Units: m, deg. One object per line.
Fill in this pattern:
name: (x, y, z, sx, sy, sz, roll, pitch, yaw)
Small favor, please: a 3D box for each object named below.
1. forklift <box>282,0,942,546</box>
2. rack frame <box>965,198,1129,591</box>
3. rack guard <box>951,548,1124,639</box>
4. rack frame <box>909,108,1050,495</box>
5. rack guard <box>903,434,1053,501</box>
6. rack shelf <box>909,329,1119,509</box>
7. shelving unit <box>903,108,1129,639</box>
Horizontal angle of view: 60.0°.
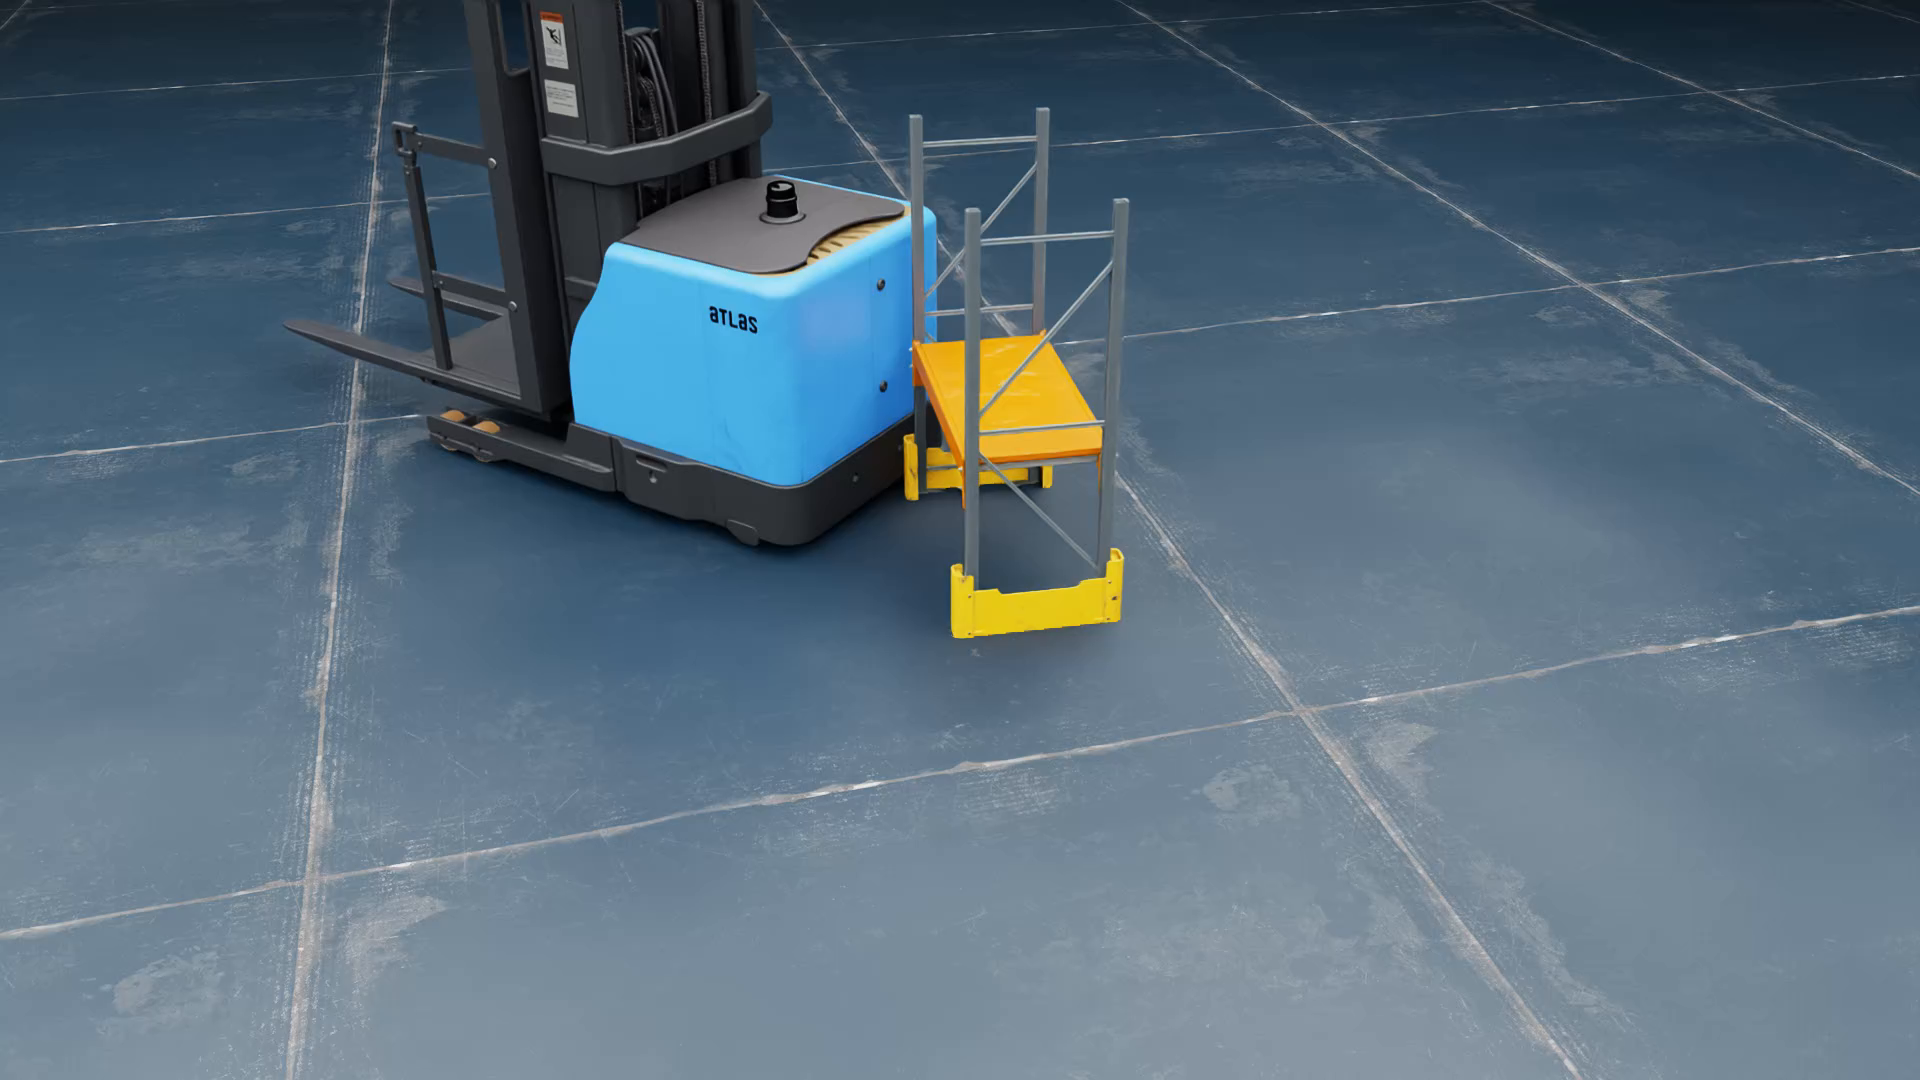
forklift: (-1.596, -1.790, 6.417, 3.031, 2.935, 1.130, 17, 34, 27)
rack frame: (0.263, -0.357, 5.369, 0.500, 1.500, 0.032, -6, 31, -9)
rack guard: (0.263, 0.183, 5.684, 0.587, 0.250, 0.087, -6, 31, -9)
rack frame: (0.070, -0.857, 6.233, 0.500, 1.500, 0.032, -6, 31, -9)
rack guard: (0.074, -0.306, 6.530, 0.587, 0.250, 0.087, -6, 31, -9)
rack shelf: (0.167, -0.451, 5.891, 0.538, 0.185, 1.000, -6, 31, -9)
shelving unit: (0.168, -0.602, 5.794, 0.587, 1.500, 1.083, -6, 31, -9)
